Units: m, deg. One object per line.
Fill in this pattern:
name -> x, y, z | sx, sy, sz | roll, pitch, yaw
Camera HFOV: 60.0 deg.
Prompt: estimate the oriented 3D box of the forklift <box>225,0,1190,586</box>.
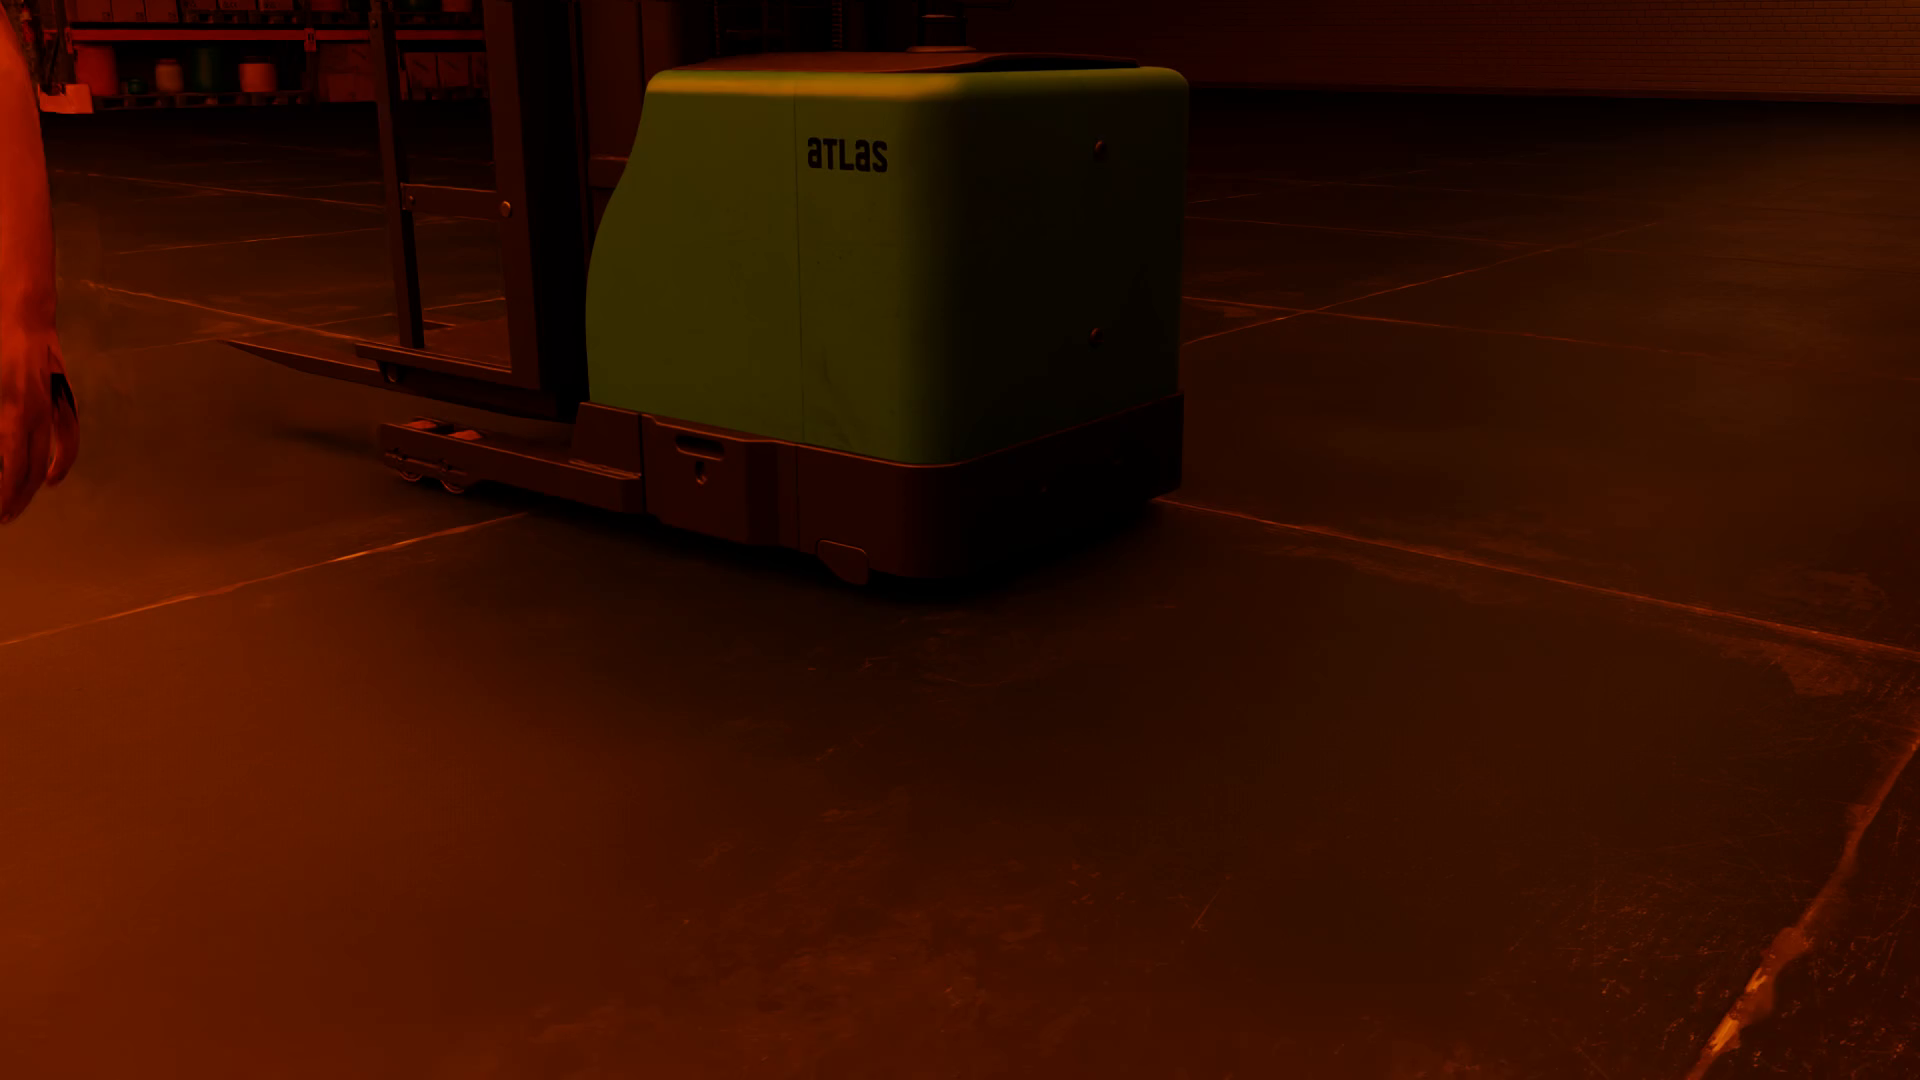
forklift -> -0.924, -1.630, 4.265 | 3.031, 2.935, 1.130 | 13, 21, 36
